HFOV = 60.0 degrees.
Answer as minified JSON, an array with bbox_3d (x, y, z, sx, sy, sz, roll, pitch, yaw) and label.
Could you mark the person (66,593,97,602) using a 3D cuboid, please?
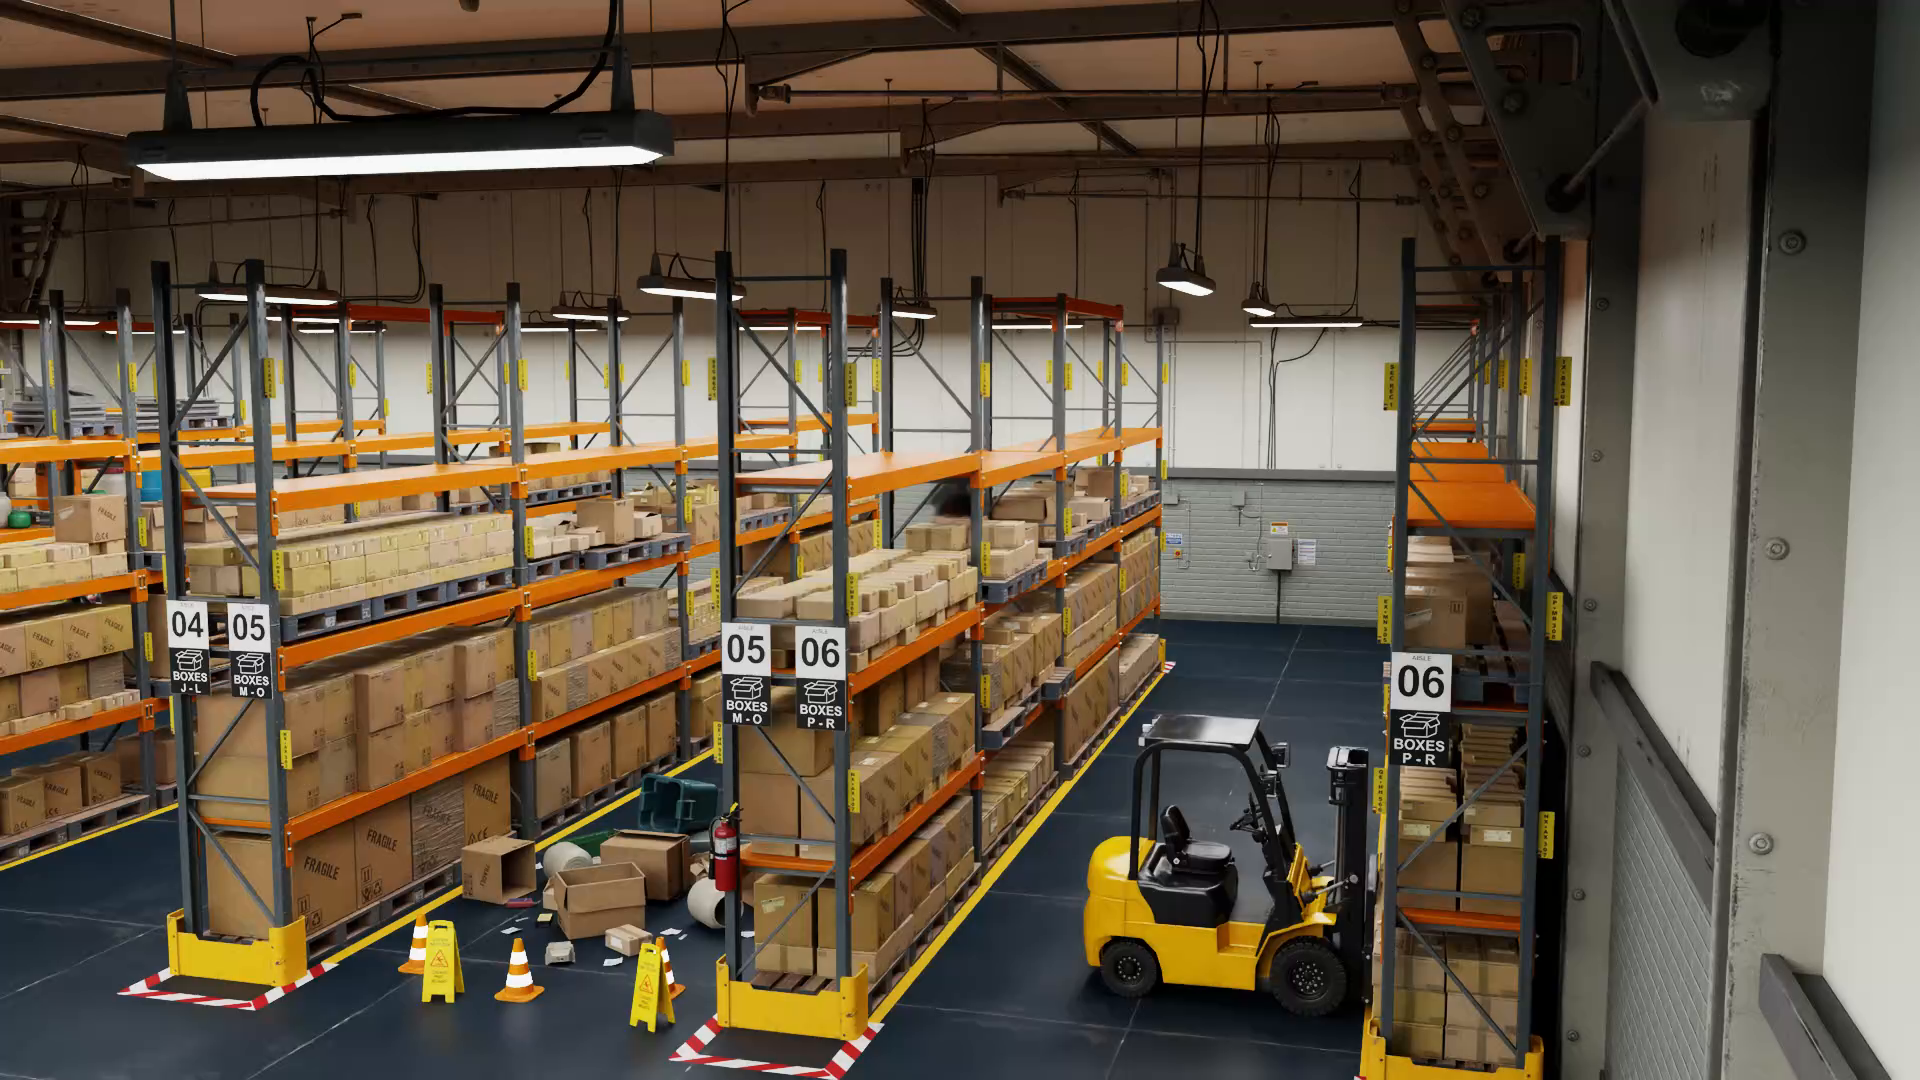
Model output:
[{"bbox_3d":[-15.444,1.184,29.080,0.654,1.776,0.985,1,6,8],"label":"person"}]
